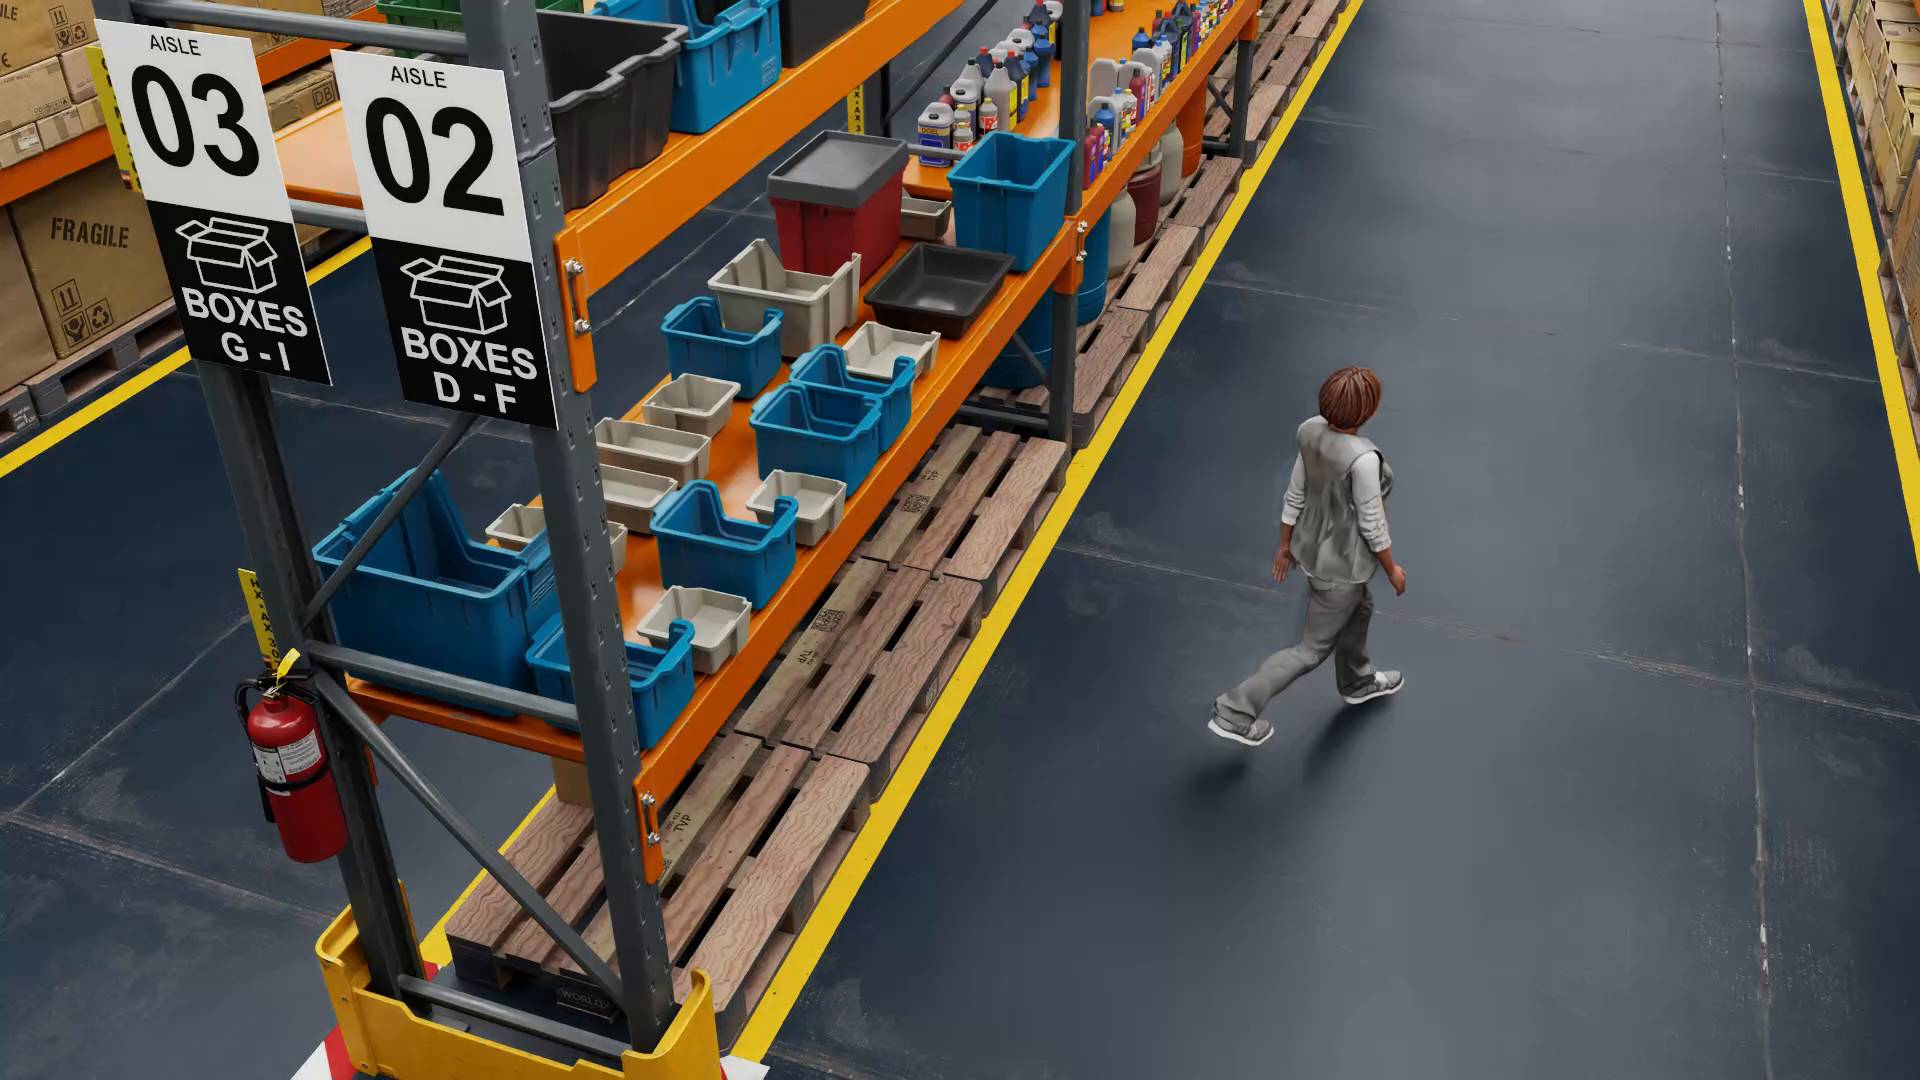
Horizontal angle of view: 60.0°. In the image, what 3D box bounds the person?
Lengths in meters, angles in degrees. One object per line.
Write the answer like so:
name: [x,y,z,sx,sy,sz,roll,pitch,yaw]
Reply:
person: [1.353,0.065,6.041,0.930,1.546,0.406,-10,35,-15]
